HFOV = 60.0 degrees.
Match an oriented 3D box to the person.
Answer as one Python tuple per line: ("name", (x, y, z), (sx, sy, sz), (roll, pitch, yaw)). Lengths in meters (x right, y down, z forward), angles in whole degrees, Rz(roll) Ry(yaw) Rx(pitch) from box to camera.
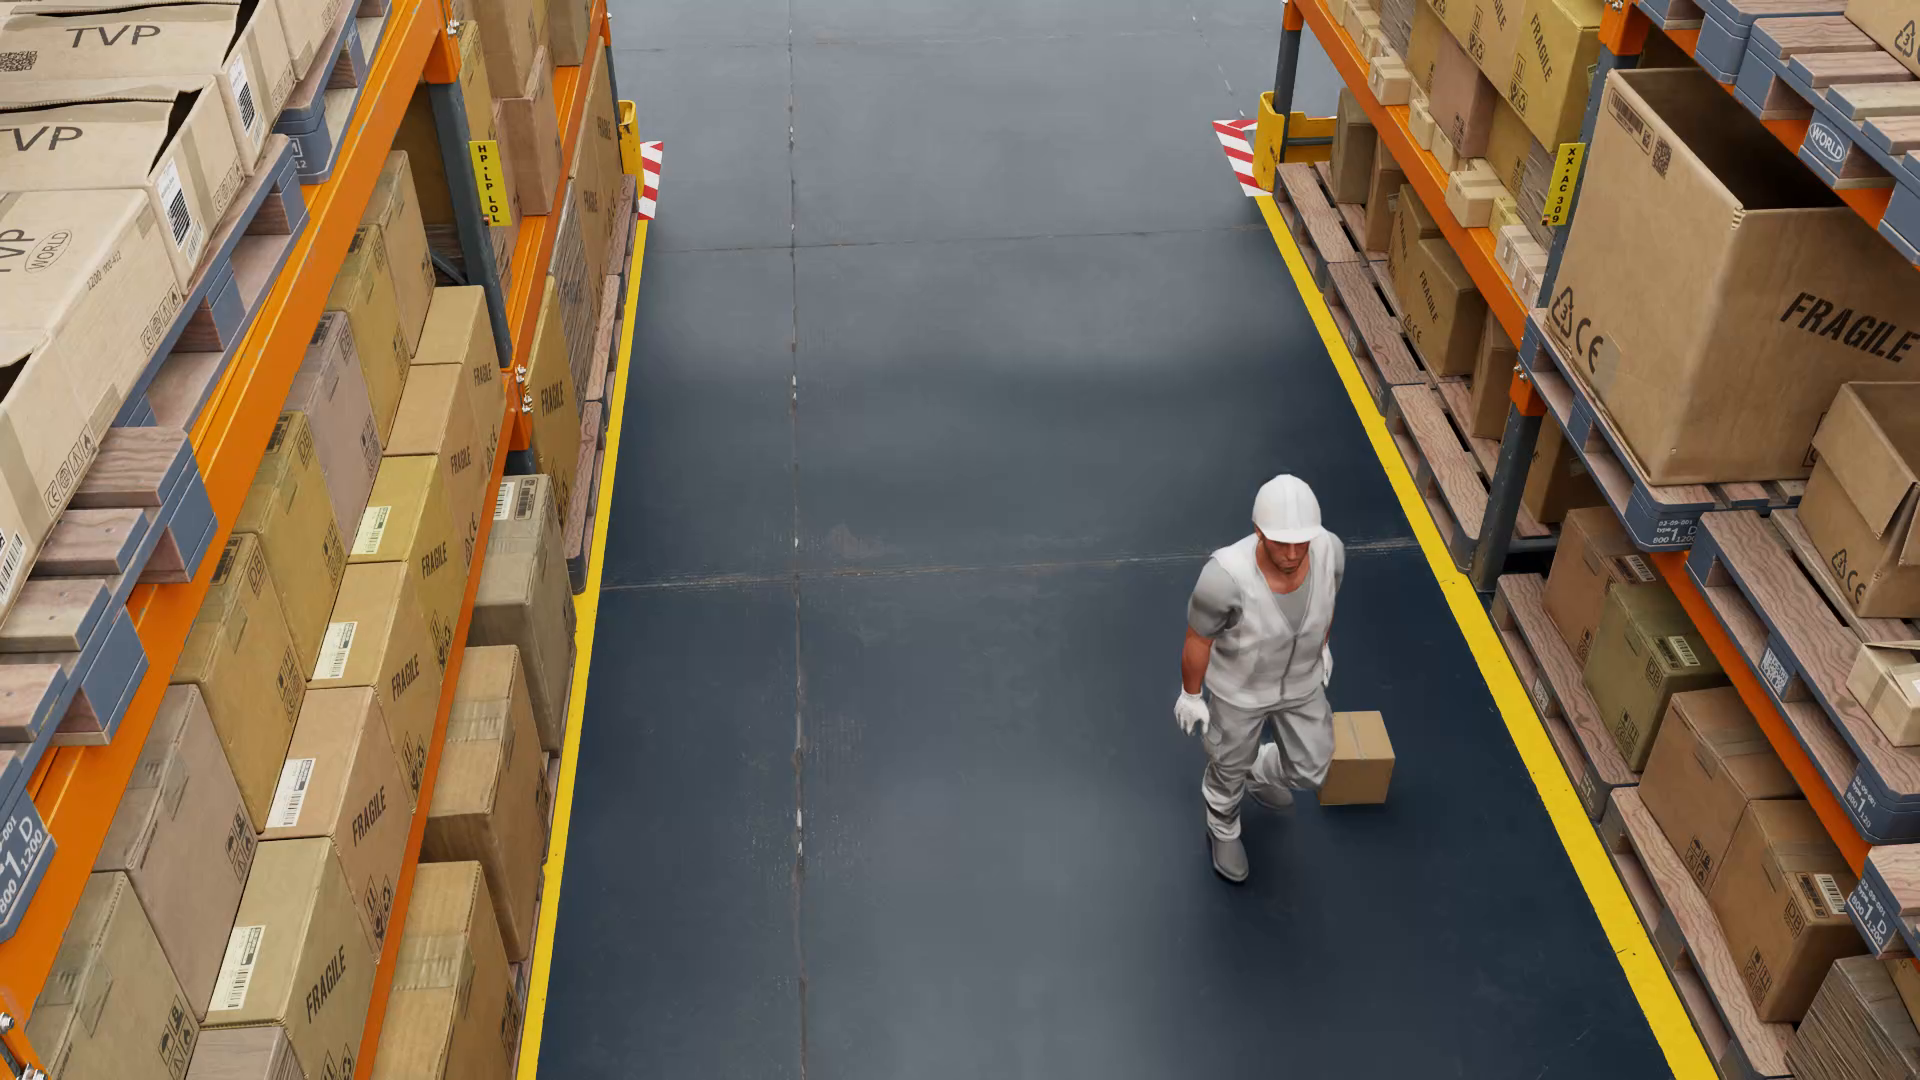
("person", (0.994, 0.454, 5.557), (0.595, 1.782, 0.528), (-11, 40, -13))
